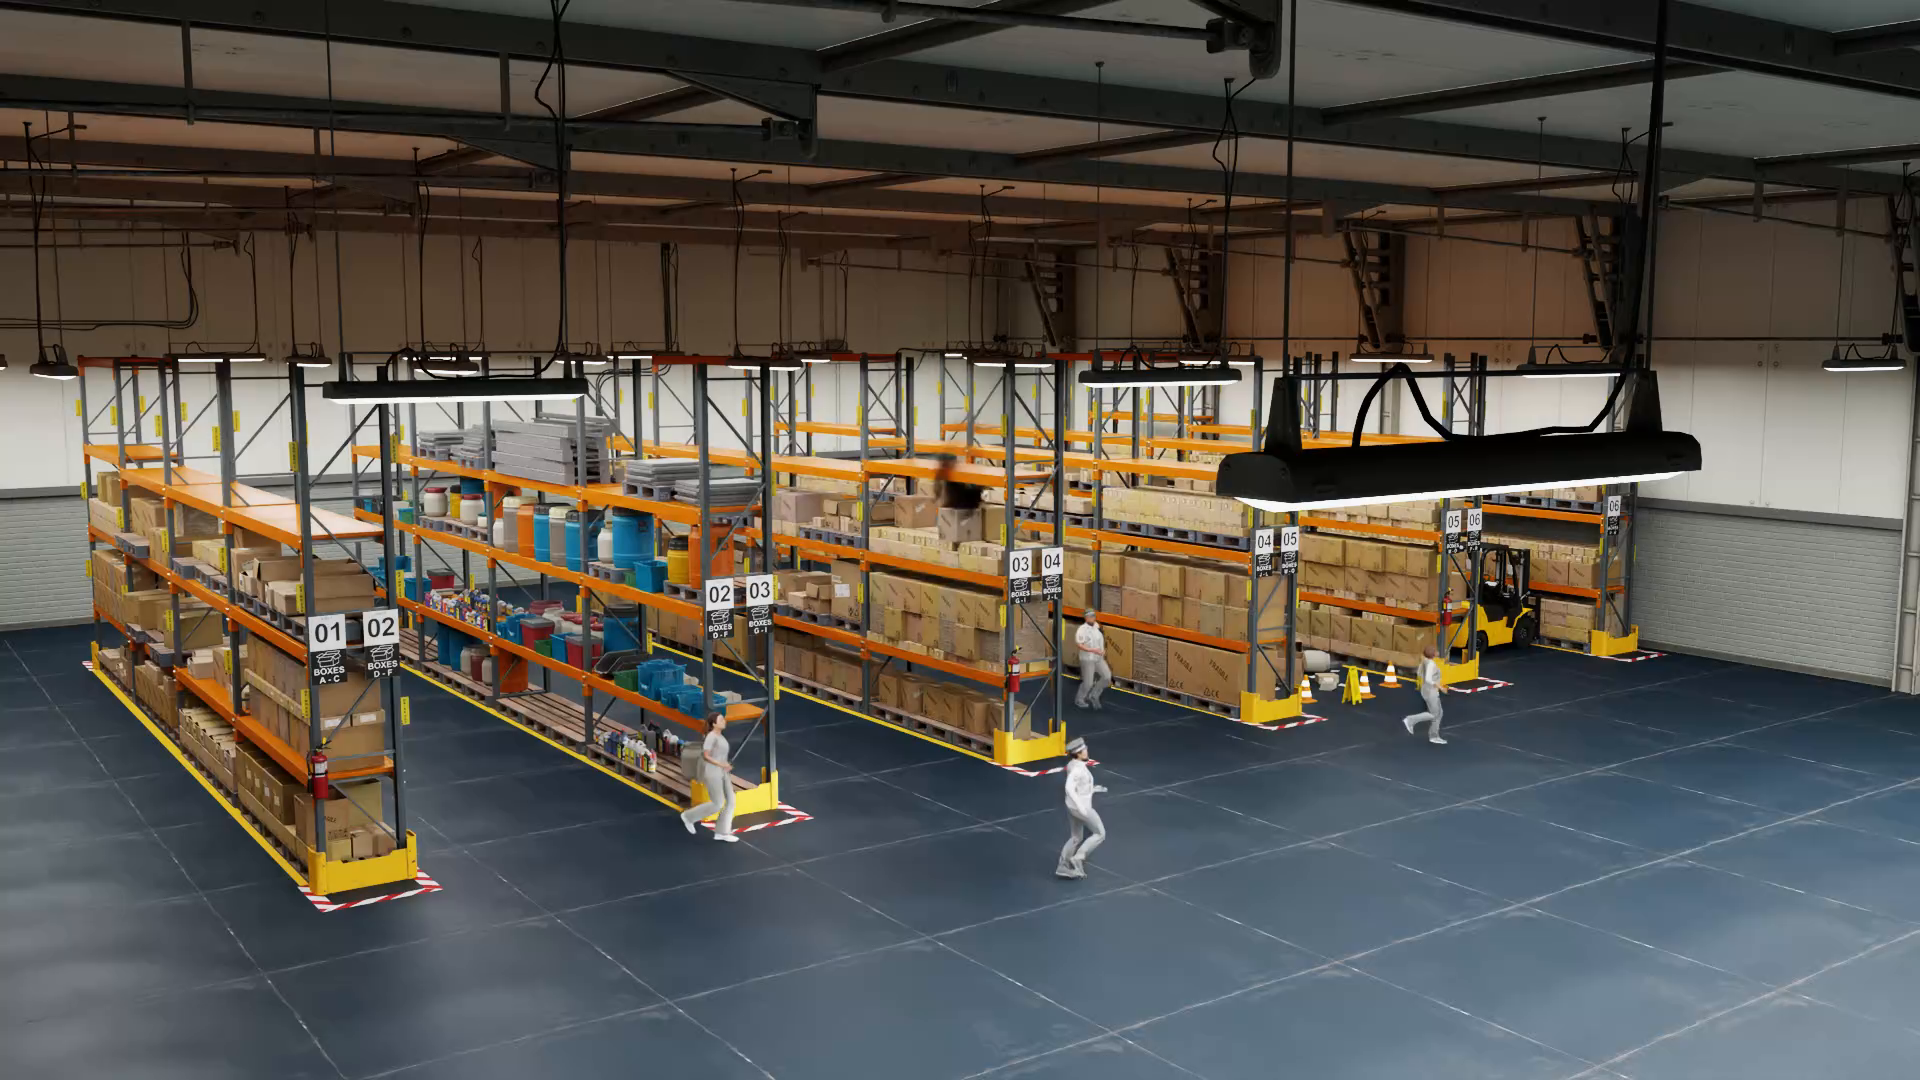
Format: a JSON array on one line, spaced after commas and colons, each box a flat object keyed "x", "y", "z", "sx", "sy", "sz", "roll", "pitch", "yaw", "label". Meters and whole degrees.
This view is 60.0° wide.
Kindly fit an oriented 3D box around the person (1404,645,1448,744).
[{"x": 7.299, "y": 2.415, "z": 26.022, "sx": 0.692, "sy": 1.577, "sz": 0.548, "roll": 1, "pitch": 7, "yaw": 6, "label": "person"}]

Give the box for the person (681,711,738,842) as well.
[{"x": -3.142, "y": 2.982, "z": 21.069, "sx": 0.717, "sy": 1.643, "sz": 0.583, "roll": 1, "pitch": 7, "yaw": 9, "label": "person"}]

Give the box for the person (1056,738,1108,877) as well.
[{"x": 1.439, "y": 3.135, "z": 19.497, "sx": 0.624, "sy": 1.660, "sz": 0.593, "roll": -2, "pitch": 7, "yaw": -13, "label": "person"}]

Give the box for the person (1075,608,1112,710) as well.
[{"x": 2.269, "y": 2.035, "z": 28.416, "sx": 0.673, "sy": 1.784, "sz": 0.694, "roll": -6, "pitch": 9, "yaw": -41, "label": "person"}]
